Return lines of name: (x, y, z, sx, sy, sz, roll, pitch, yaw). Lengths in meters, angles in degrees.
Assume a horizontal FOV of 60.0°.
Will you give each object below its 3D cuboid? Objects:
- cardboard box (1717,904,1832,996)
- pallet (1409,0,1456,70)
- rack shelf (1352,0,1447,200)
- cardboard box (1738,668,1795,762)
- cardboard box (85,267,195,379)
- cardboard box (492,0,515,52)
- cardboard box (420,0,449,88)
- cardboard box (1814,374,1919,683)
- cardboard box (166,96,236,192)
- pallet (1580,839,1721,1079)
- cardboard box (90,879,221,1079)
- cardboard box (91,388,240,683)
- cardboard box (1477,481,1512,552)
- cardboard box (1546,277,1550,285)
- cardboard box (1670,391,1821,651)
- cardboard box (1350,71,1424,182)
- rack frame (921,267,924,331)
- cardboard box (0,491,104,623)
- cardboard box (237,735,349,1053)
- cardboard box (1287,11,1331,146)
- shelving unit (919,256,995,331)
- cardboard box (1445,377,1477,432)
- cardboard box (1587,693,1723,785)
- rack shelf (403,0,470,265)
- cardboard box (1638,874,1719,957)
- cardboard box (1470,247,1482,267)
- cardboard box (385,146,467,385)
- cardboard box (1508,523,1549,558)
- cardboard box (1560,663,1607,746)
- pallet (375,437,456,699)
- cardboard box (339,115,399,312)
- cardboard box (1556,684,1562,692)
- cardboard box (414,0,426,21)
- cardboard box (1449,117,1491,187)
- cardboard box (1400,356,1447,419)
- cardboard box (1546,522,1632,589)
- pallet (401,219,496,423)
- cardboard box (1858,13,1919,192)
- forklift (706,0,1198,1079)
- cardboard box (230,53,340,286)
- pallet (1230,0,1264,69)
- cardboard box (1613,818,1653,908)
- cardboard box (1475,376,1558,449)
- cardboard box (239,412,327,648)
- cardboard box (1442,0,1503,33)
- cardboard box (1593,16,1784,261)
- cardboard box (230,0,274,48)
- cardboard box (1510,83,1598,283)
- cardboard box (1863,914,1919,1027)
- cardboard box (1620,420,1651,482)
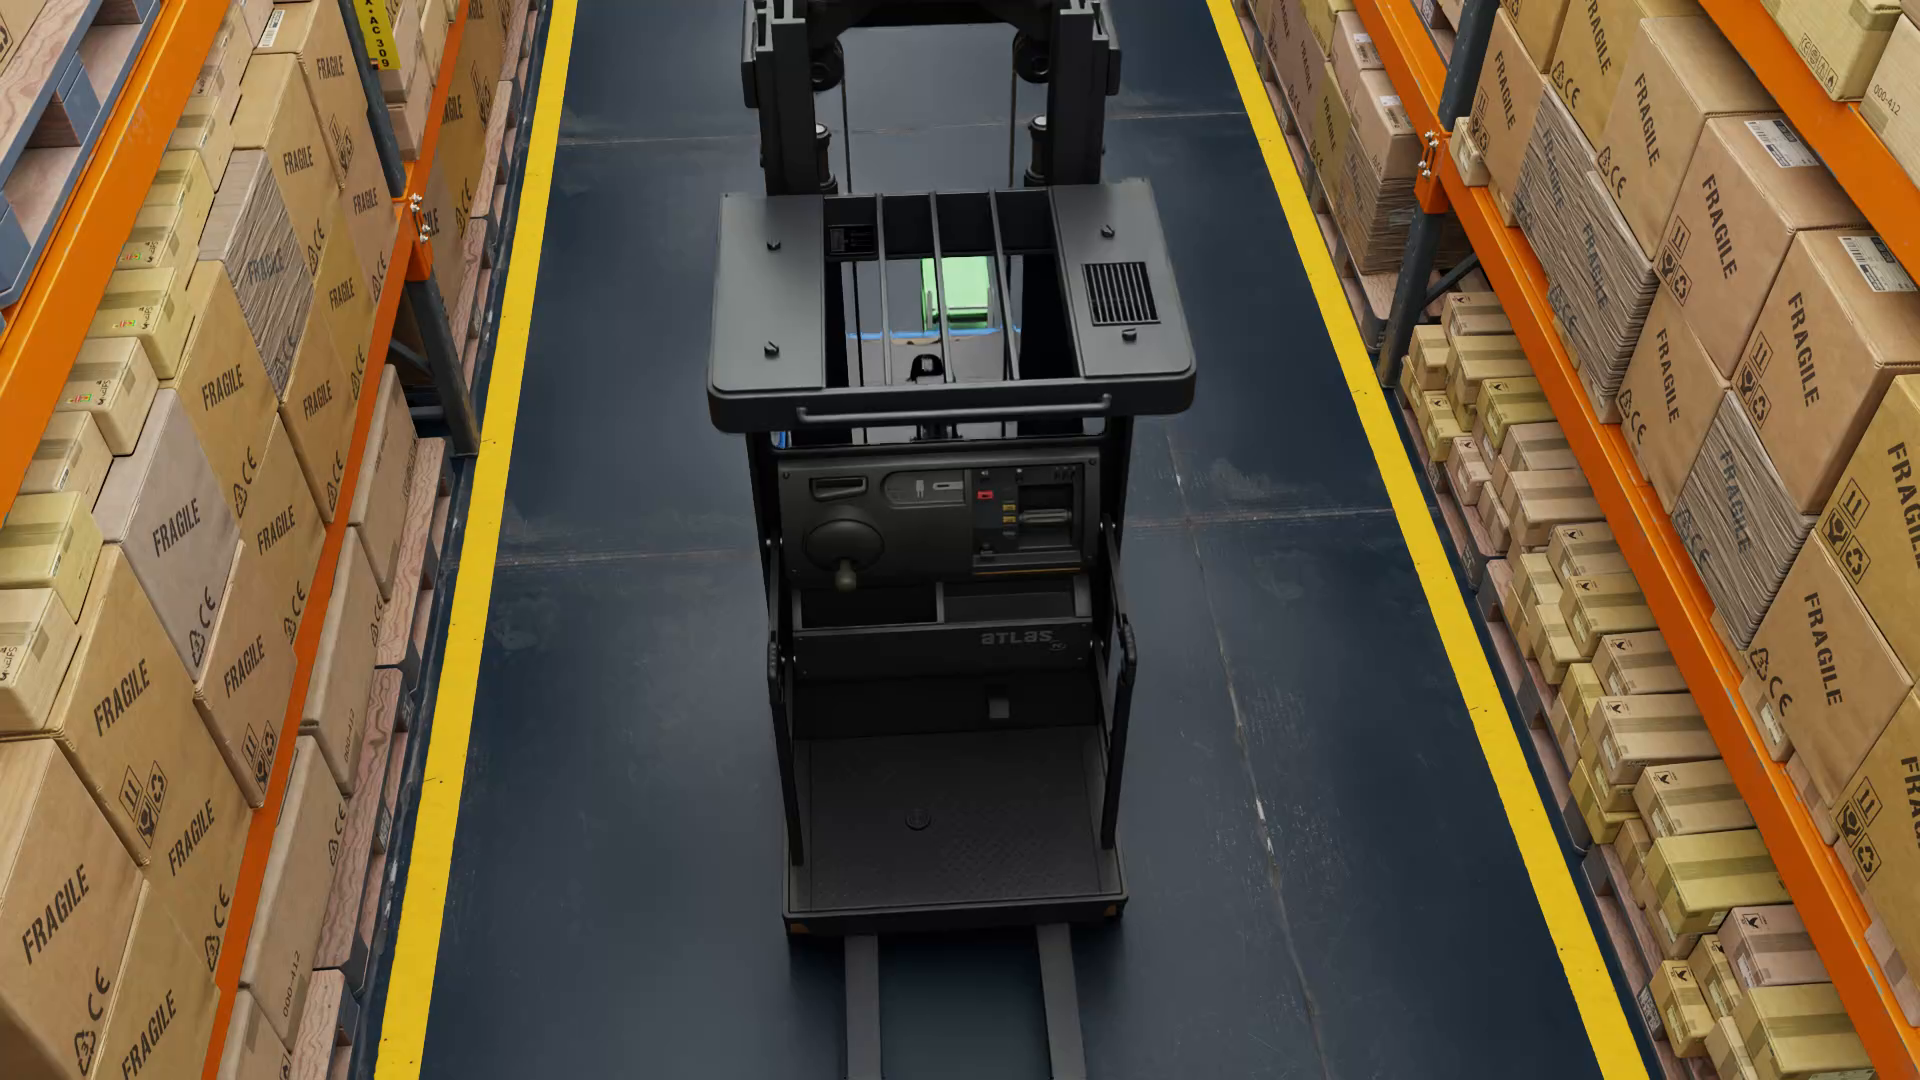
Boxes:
cardboard box: (2.442, 1.199, 4.813, 0.380, 0.149, 0.250, -3, 47, -3)
pallet: (2.449, -2.270, 6.966, 1.003, 0.211, 1.213, -3, 47, -3)
rack shelf: (2.201, -2.973, 7.995, 1.077, 0.370, 4.000, -3, 47, -3)
cardboard box: (2.330, 0.442, 4.438, 0.380, 0.149, 0.250, -2, 47, -2)
cardboard box: (-2.063, -0.505, 3.958, 0.380, 0.149, 0.250, -5, 47, -4)
cardboard box: (-2.916, -3.203, 8.891, 0.875, 0.875, 0.875, -4, 47, -4)
cardboard box: (-2.375, -2.057, 6.735, 0.500, 0.250, 0.500, -5, 47, -4)
cardboard box: (2.374, -0.043, 3.762, 0.500, 0.500, 0.500, -5, 47, -5)
cardboard box: (-2.192, -1.058, 4.482, 0.380, 0.149, 0.250, -4, 47, -4)
pallet: (2.664, 1.434, 5.246, 1.003, 0.211, 1.213, -3, 47, -3)
cardboard box: (-1.975, 1.095, 3.578, 0.500, 0.500, 0.500, -4, 47, -4)
cardboard box: (-2.079, 0.006, 3.921, 0.500, 0.500, 0.500, -4, 47, -4)
cardboard box: (2.244, -0.105, 6.458, 0.380, 0.149, 0.250, -4, 47, -4)
cardboard box: (2.253, -0.893, 5.703, 0.380, 0.149, 0.250, -5, 47, -5)
cardboard box: (2.319, -0.065, 4.472, 0.500, 0.500, 0.500, -3, 47, -3)
cardboard box: (2.054, -1.840, 7.343, 0.500, 0.250, 0.500, -5, 47, -4)
rack frame: (-0.033, -0.839, 6.718, 0.240, 1.200, 0.015, -3, 47, -3)
cardboard box: (-2.016, 0.050, 3.433, 0.380, 0.149, 0.250, -5, 47, -5)
cardboard box: (-2.461, 1.098, 5.120, 0.875, 0.438, 0.875, -2, 47, -2)
cardboard box: (1.974, -2.321, 8.315, 0.500, 0.500, 0.500, -4, 47, -4)
shelving unit: (-0.017, -0.662, 6.551, 0.258, 1.200, 0.503, -3, 47, -3)
cardboard box: (2.190, -0.581, 6.703, 0.380, 0.149, 0.250, -3, 47, -3)
cardboard box: (2.257, 0.637, 5.345, 0.380, 0.149, 0.250, -2, 47, -2)
rack shelf: (-2.724, -2.599, 7.641, 1.077, 0.370, 4.000, -3, 47, -3)
cardboard box: (2.329, 1.114, 5.099, 0.380, 0.149, 0.250, -5, 47, -5)
cardboard box: (2.570, -1.609, 7.641, 0.500, 0.500, 0.500, -2, 47, -2)
cardboard box: (-2.688, -1.257, 7.049, 0.875, 0.875, 0.875, -2, 47, -2)
cardboard box: (2.266, -0.011, 6.164, 0.380, 0.149, 0.250, -2, 47, -1)
cardboard box: (2.270, 0.553, 5.630, 0.380, 0.149, 0.250, -1, 47, -1)
pallet: (-2.570, 0.114, 6.497, 1.003, 0.211, 1.213, -3, 47, -3)
cardboard box: (-2.263, -1.114, 5.670, 0.500, 0.500, 0.500, -3, 47, -3)
cardboard box: (2.326, 0.467, 5.916, 0.380, 0.149, 0.250, -2, 47, -2)
cardboard box: (-2.384, -2.231, 6.556, 0.500, 0.250, 0.500, -3, 47, -3)
cardboard box: (2.066, -1.462, 6.242, 0.380, 0.149, 0.250, -2, 47, -2)
cardboard box: (2.078, -0.655, 6.978, 0.380, 0.149, 0.250, -5, 47, -5)
cardboard box: (2.314, 0.071, 5.881, 0.380, 0.149, 0.250, -5, 47, -5)
pallet: (-2.696, -0.995, 7.547, 1.003, 0.211, 1.213, -3, 47, -3)
cardboard box: (2.323, -0.901, 3.575, 0.500, 0.250, 0.500, -2, 47, -2)
forklift: (-0.040, 0.039, 4.695, 1.130, 2.935, 3.031, -3, 47, -3)
cardboard box: (-2.207, -1.086, 4.955, 0.500, 0.500, 0.500, -4, 47, -4)
pallet: (2.097, -3.143, 9.582, 1.003, 0.211, 1.213, -3, 47, -3)
cardboard box: (2.359, 1.034, 5.379, 0.380, 0.149, 0.250, -3, 47, -3)
cardboard box: (2.225, -0.498, 6.420, 0.380, 0.149, 0.250, -4, 47, -4)
cardboard box: (-2.129, 0.000, 4.615, 0.500, 0.500, 0.500, -2, 47, -2)
cardboard box: (2.138, -2.107, 6.563, 0.380, 0.149, 0.250, -4, 47, -4)
cardboard box: (2.233, -1.172, 4.832, 0.500, 0.500, 0.500, -3, 47, -3)
cardboard box: (-2.299, -1.600, 4.995, 0.380, 0.149, 0.250, -2, 47, -2)
cardboard box: (2.207, -1.179, 5.527, 0.500, 0.500, 0.500, -3, 47, -3)
cardboard box: (2.394, 0.988, 3.921, 0.380, 0.149, 0.250, -3, 47, -3)
cardboard box: (2.293, -0.321, 5.162, 0.380, 0.149, 0.250, -2, 47, -2)
